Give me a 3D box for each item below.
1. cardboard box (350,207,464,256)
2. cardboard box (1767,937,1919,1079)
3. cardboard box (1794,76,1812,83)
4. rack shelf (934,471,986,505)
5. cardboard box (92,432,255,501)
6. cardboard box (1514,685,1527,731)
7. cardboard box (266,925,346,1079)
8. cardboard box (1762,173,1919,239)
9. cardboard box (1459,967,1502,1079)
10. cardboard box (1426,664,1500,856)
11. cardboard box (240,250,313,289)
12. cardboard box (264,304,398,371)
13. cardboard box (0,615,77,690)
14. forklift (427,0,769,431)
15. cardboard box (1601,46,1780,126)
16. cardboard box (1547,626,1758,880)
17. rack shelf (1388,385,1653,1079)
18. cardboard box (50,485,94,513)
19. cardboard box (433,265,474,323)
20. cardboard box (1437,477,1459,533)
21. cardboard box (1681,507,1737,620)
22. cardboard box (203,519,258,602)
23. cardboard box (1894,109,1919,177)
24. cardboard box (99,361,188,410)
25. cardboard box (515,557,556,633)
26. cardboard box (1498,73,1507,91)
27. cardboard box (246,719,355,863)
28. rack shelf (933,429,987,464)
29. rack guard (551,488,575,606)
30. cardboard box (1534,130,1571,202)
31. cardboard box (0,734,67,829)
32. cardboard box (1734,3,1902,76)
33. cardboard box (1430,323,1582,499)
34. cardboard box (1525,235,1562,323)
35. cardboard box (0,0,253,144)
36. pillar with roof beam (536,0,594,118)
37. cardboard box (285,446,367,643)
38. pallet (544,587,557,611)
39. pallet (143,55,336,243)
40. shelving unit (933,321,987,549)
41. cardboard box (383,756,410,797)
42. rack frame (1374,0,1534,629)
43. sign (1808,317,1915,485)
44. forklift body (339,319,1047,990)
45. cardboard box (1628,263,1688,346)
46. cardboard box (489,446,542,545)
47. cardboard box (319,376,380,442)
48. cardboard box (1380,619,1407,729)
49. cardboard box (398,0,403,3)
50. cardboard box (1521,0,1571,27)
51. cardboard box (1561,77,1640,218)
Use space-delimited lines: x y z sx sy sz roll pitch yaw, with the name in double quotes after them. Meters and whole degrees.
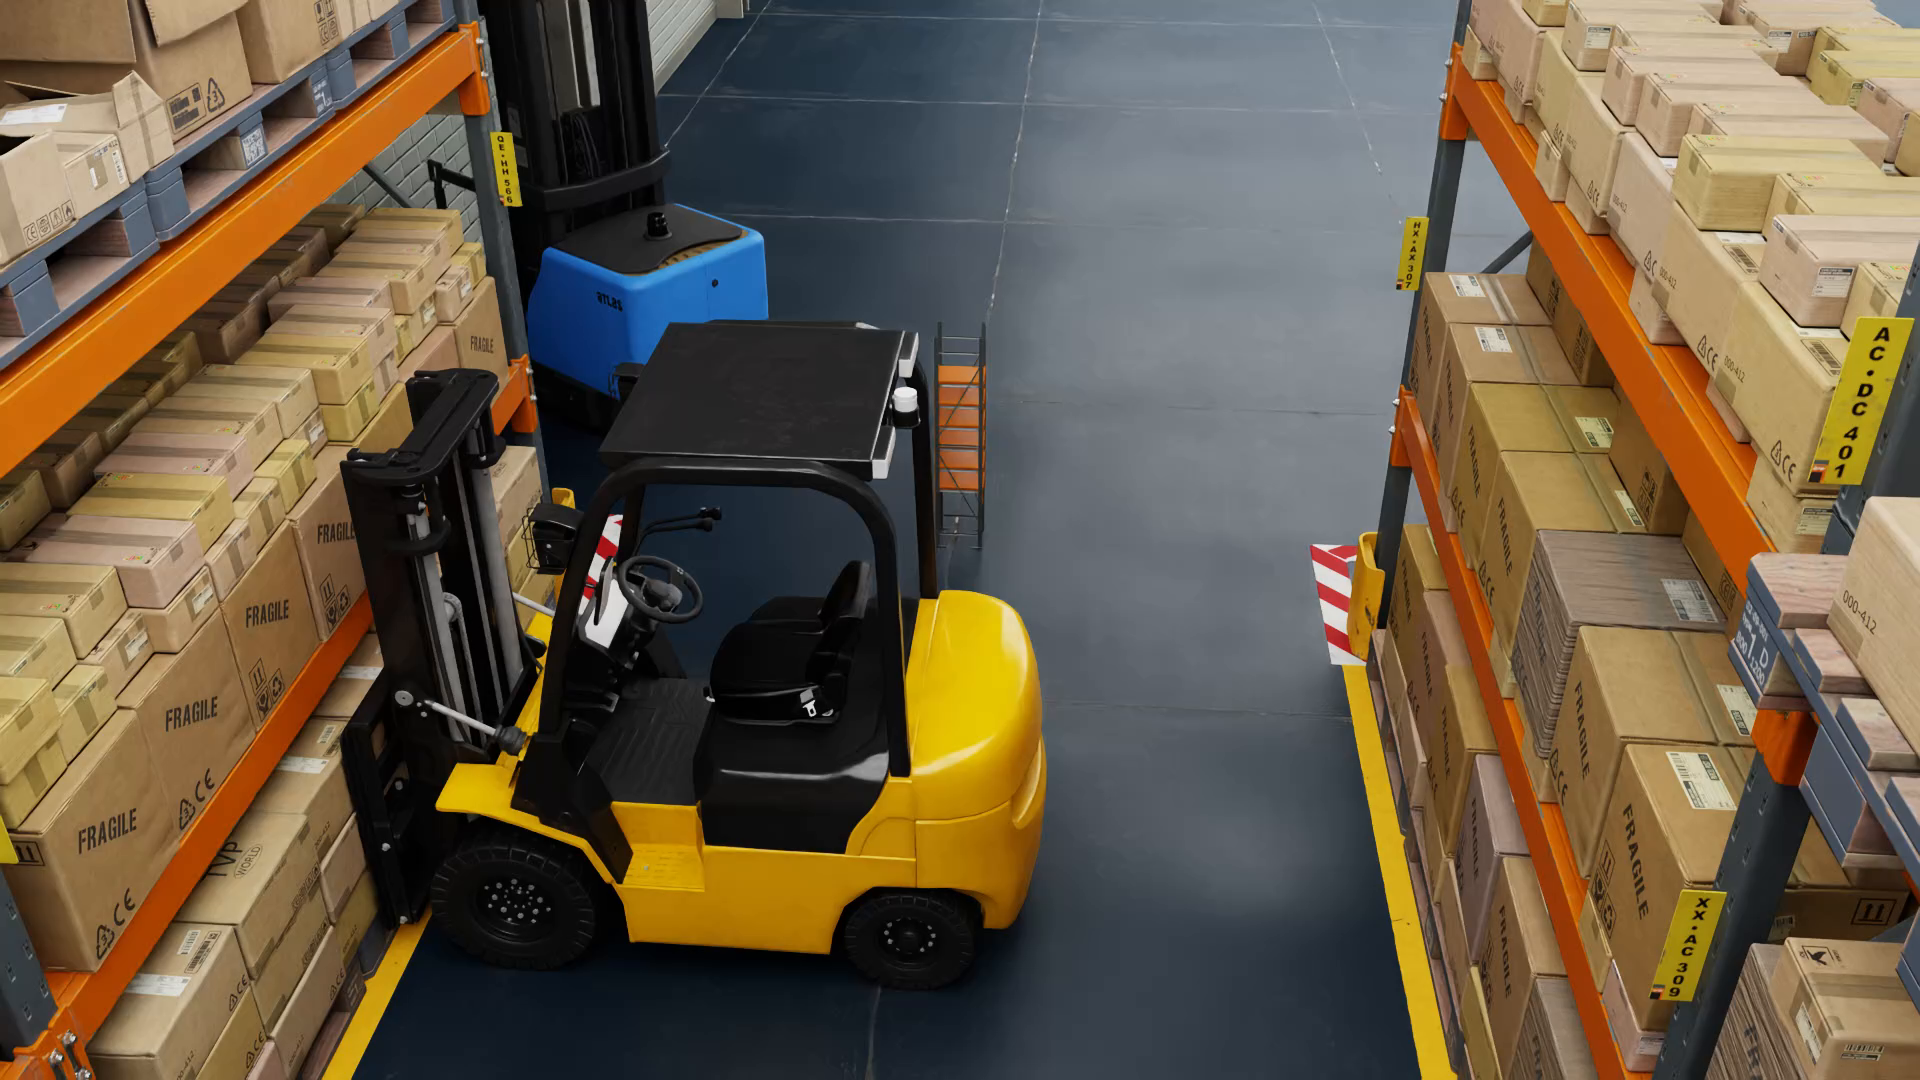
-2.311 -1.276 6.964 0.380 0.149 0.250 3 32 4 "cardboard box"
1.739 0.882 3.063 0.380 0.149 0.250 2 32 4 "cardboard box"
2.603 -1.343 5.070 0.500 0.250 0.500 3 32 5 "cardboard box"
0.001 -0.276 8.597 0.258 0.103 0.180 2 32 4 "rack shelf"
-2.470 -0.212 5.237 0.380 0.149 0.250 2 32 4 "cardboard box"
1.982 0.537 5.259 0.380 0.149 0.250 2 32 3 "cardboard box"
-2.422 1.552 5.594 0.500 0.250 0.500 2 32 3 "cardboard box"
1.993 -0.681 3.617 0.380 0.149 0.250 3 32 5 "cardboard box"
1.944 1.667 5.406 0.500 0.250 0.500 2 32 3 "cardboard box"
2.026 0.814 6.076 0.500 0.500 0.500 3 32 5 "cardboard box"
-2.794 -1.032 6.568 0.380 0.149 0.250 3 32 5 "cardboard box"
-2.299 -0.740 6.094 0.380 0.149 0.250 3 32 5 "cardboard box"
-2.582 0.324 4.368 0.380 0.149 0.250 3 32 5 "cardboard box"
-2.564 -2.417 9.879 3.031 2.935 1.130 24 39 34 "forklift"
1.969 -1.224 4.498 0.380 0.149 0.250 3 32 5 "cardboard box"
1.953 0.593 4.549 0.500 0.500 0.500 3 32 6 "cardboard box"
2.293 0.535 5.708 1.077 0.370 4.000 2 32 4 "rack shelf"
-2.947 -0.108 5.353 0.380 0.149 0.250 2 32 3 "cardboard box"
-2.232 -1.017 6.828 0.380 0.149 0.250 3 32 5 "cardboard box"
2.046 -0.142 6.361 0.380 0.149 0.250 3 32 5 "cardboard box"
2.513 -0.068 4.670 0.700 0.500 0.500 2 32 3 "cardboard box"
-2.400 0.055 5.088 0.380 0.149 0.250 2 32 3 "cardboard box"
2.521 -0.928 4.018 0.380 0.149 0.250 1 32 2 "cardboard box"
-2.887 -0.498 5.702 0.380 0.149 0.250 3 32 4 "cardboard box"
-2.215 0.224 7.748 0.500 0.250 0.500 3 32 4 "cardboard box"
2.173 -1.686 6.007 0.380 0.149 0.250 1 32 2 "cardboard box"
-2.385 0.864 5.757 0.500 0.250 0.500 3 32 6 "cardboard box"
0.001 -0.481 8.471 0.258 0.103 0.180 2 32 4 "rack shelf"
-2.490 0.025 8.233 1.175 0.500 0.348 2 32 4 "rack guard"
2.004 -1.151 5.140 0.380 0.149 0.250 3 32 5 "cardboard box"
-2.529 0.591 4.219 0.380 0.149 0.250 2 32 3 "cardboard box"
2.514 -1.476 4.906 0.380 0.149 0.250 2 32 3 "cardboard box"
2.102 -0.479 6.289 0.500 0.500 0.500 3 32 5 "cardboard box"
2.632 -1.135 6.401 0.700 0.500 0.500 2 32 3 "cardboard box"
-2.554 -1.492 4.858 0.797 0.503 0.637 3 32 6 "cardboard box"
1.332 -6.209 10.247 9.100 9.000 0.400 2 32 4 "pillar with roof beam"
-2.393 0.001 5.793 0.500 0.500 0.500 3 32 4 "cardboard box"
-2.512 0.562 7.637 1.003 0.211 1.213 2 32 4 "pallet"
-2.672 -1.258 5.157 1.003 0.211 1.213 2 32 4 "pallet"
0.001 -0.518 8.447 0.258 1.200 0.189 2 32 4 "shelving unit"
-2.337 0.814 6.314 0.500 0.250 0.500 2 32 4 "cardboard box"
2.456 -0.817 7.216 1.000 3.000 0.127 2 32 4 "rack frame"
1.589 -0.241 2.931 0.100 0.325 0.005 2 32 4 "sign"
-0.828 0.404 6.044 2.313 2.155 1.214 2 32 4 "forklift body"
1.950 -0.611 4.262 0.380 0.149 0.250 3 32 5 "cardboard box"
-2.218 -0.207 7.494 0.500 0.250 0.500 3 32 6 "cardboard box"
-2.321 -0.480 5.957 0.380 0.149 0.250 3 32 4 "cardboard box"
2.114 0.585 7.162 0.500 0.250 0.500 2 32 4 "cardboard box"
-2.285 -2.326 6.215 0.500 0.500 0.500 3 32 6 "cardboard box"
2.042 -1.760 5.368 0.380 0.149 0.250 2 32 4 "cardboard box"
2.020 -1.104 4.682 0.500 0.250 0.500 3 32 5 "cardboard box"
